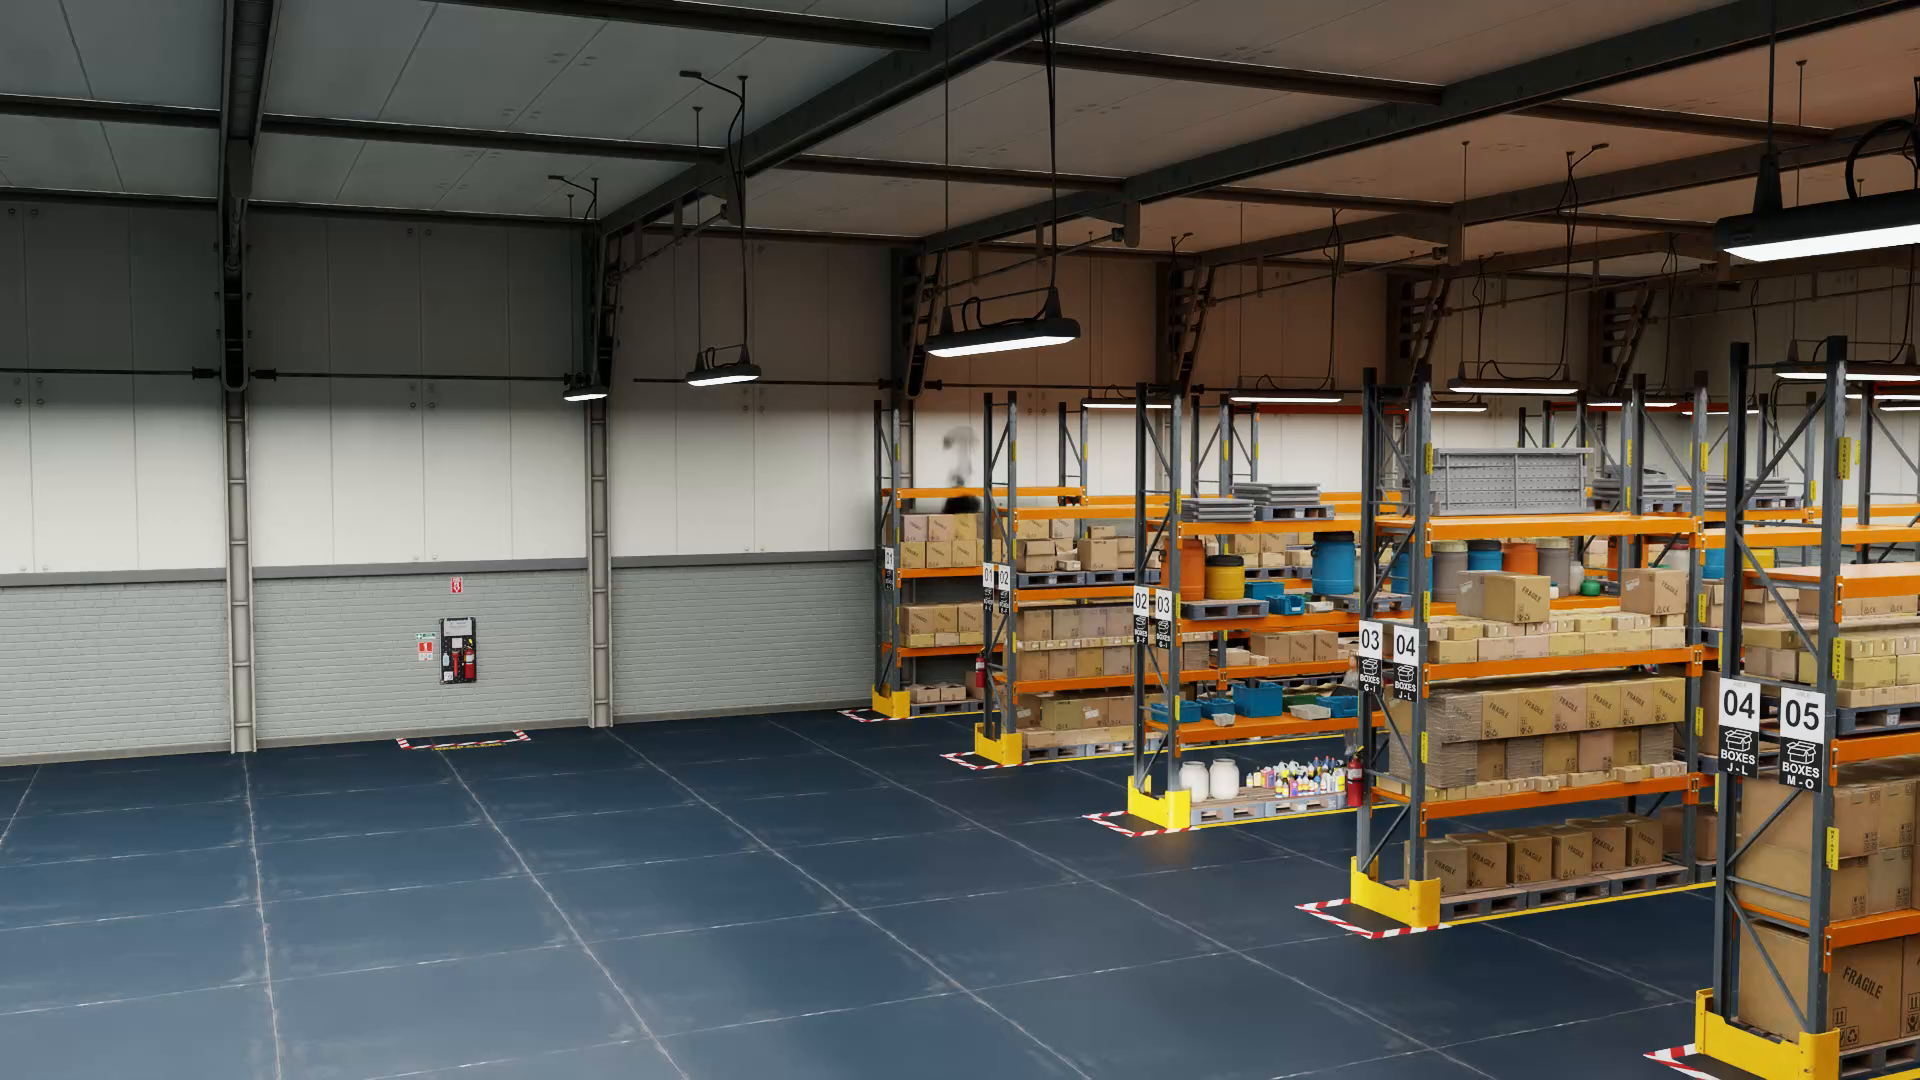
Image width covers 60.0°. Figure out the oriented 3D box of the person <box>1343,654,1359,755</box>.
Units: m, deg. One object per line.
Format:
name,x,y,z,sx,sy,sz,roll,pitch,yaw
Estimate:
person,6.583,2.743,27.675,0.713,1.674,0.571,-2,4,-27
